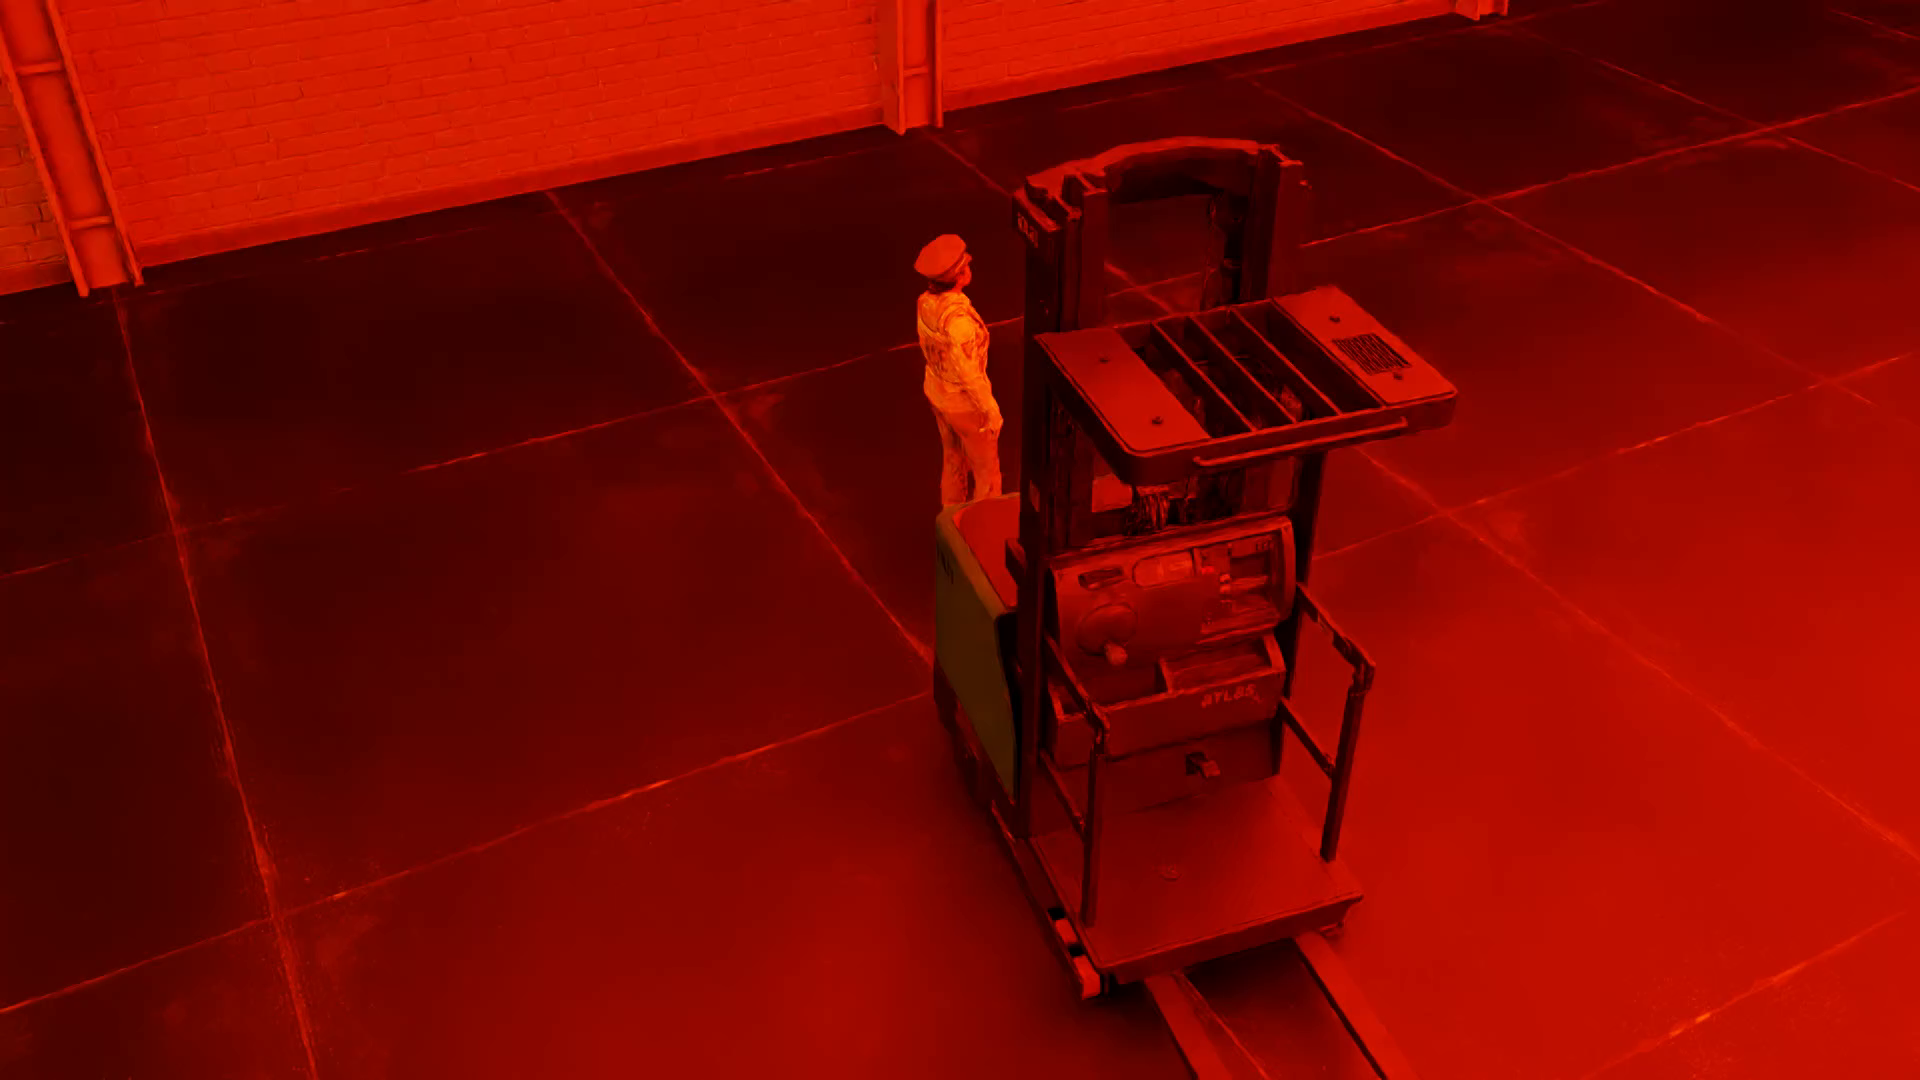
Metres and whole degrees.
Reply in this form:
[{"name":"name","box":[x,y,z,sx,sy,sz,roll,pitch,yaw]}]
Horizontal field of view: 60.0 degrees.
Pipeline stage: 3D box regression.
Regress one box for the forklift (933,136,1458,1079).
[{"name":"forklift","box":[0.844,0.252,5.767,1.130,2.935,3.031,-11,37,-16]}]

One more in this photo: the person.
[{"name":"person","box":[0.063,-0.713,8.190,0.532,1.695,0.586,-17,39,-23]}]
